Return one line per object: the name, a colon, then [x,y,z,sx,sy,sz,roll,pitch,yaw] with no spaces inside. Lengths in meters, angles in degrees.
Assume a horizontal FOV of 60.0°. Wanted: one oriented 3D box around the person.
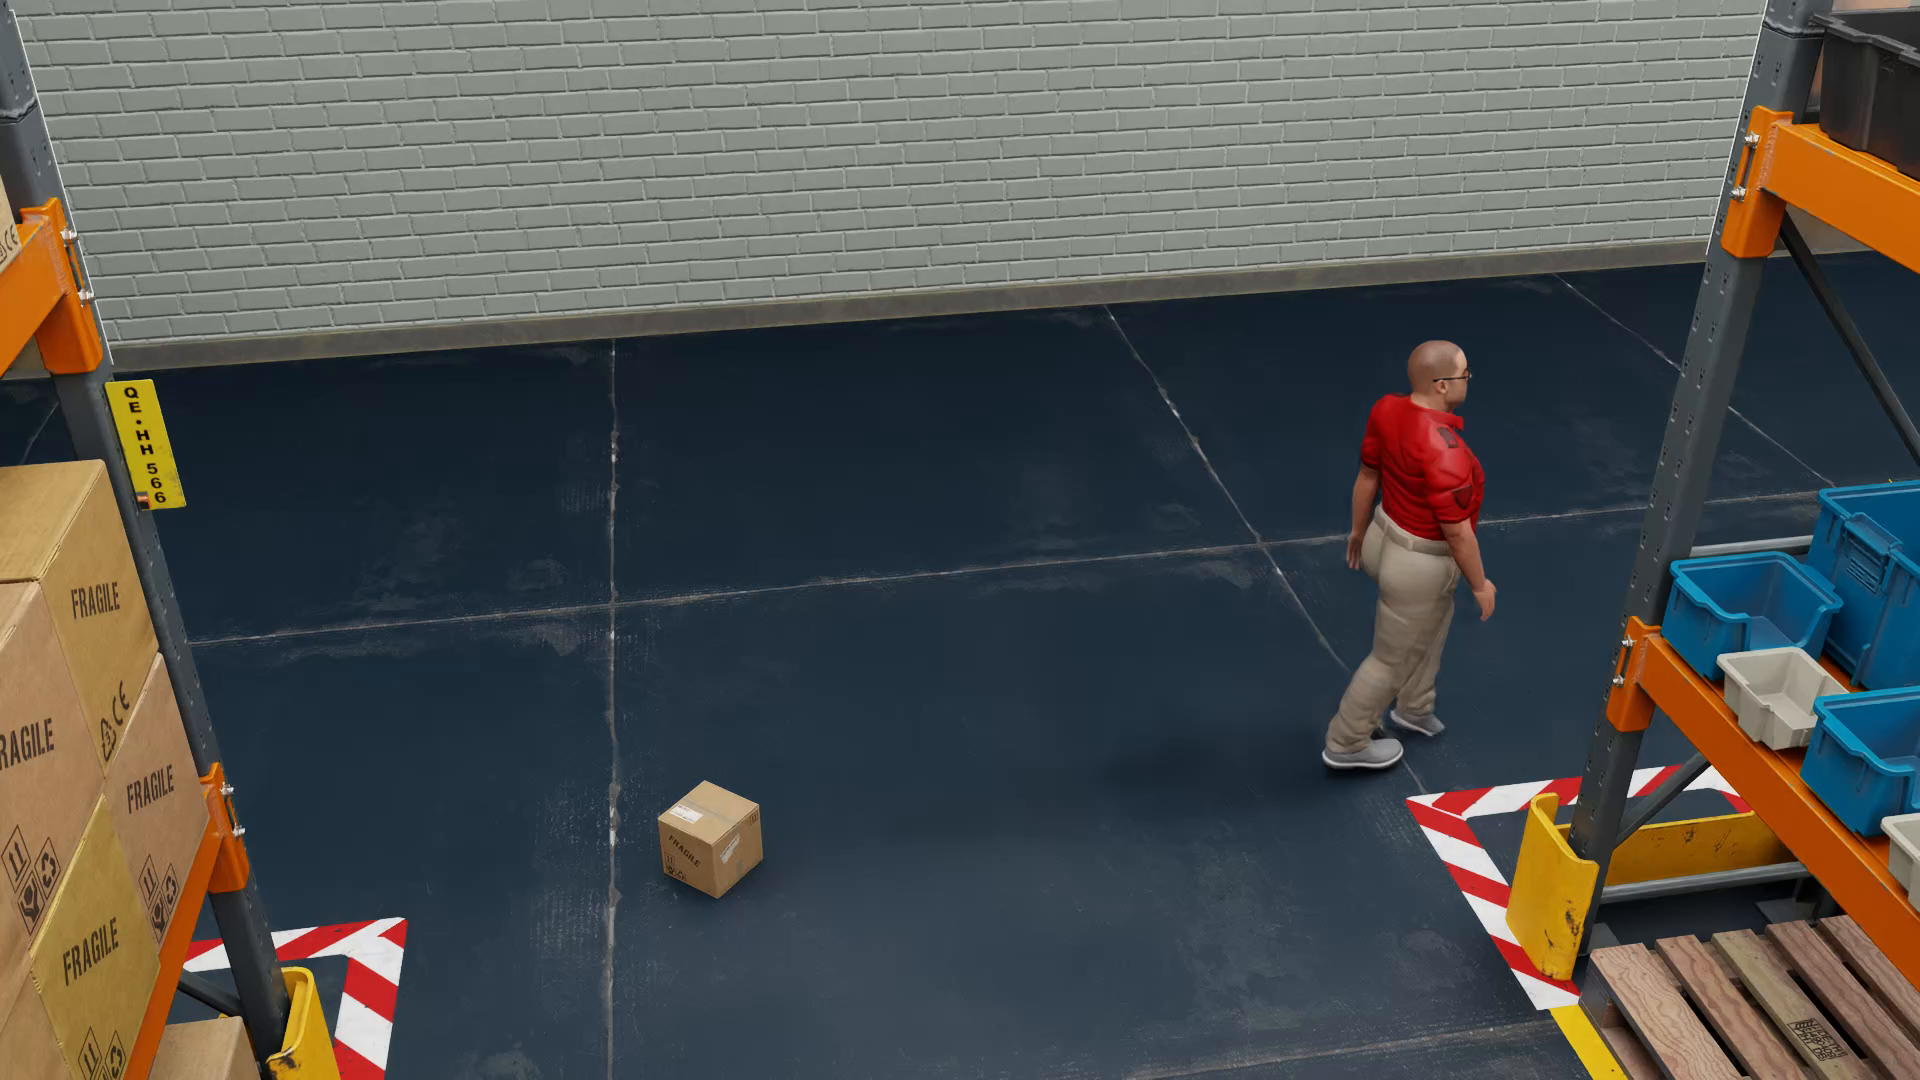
person: [1.634,0.071,5.977,0.533,1.542,0.427,-6,31,-11]
